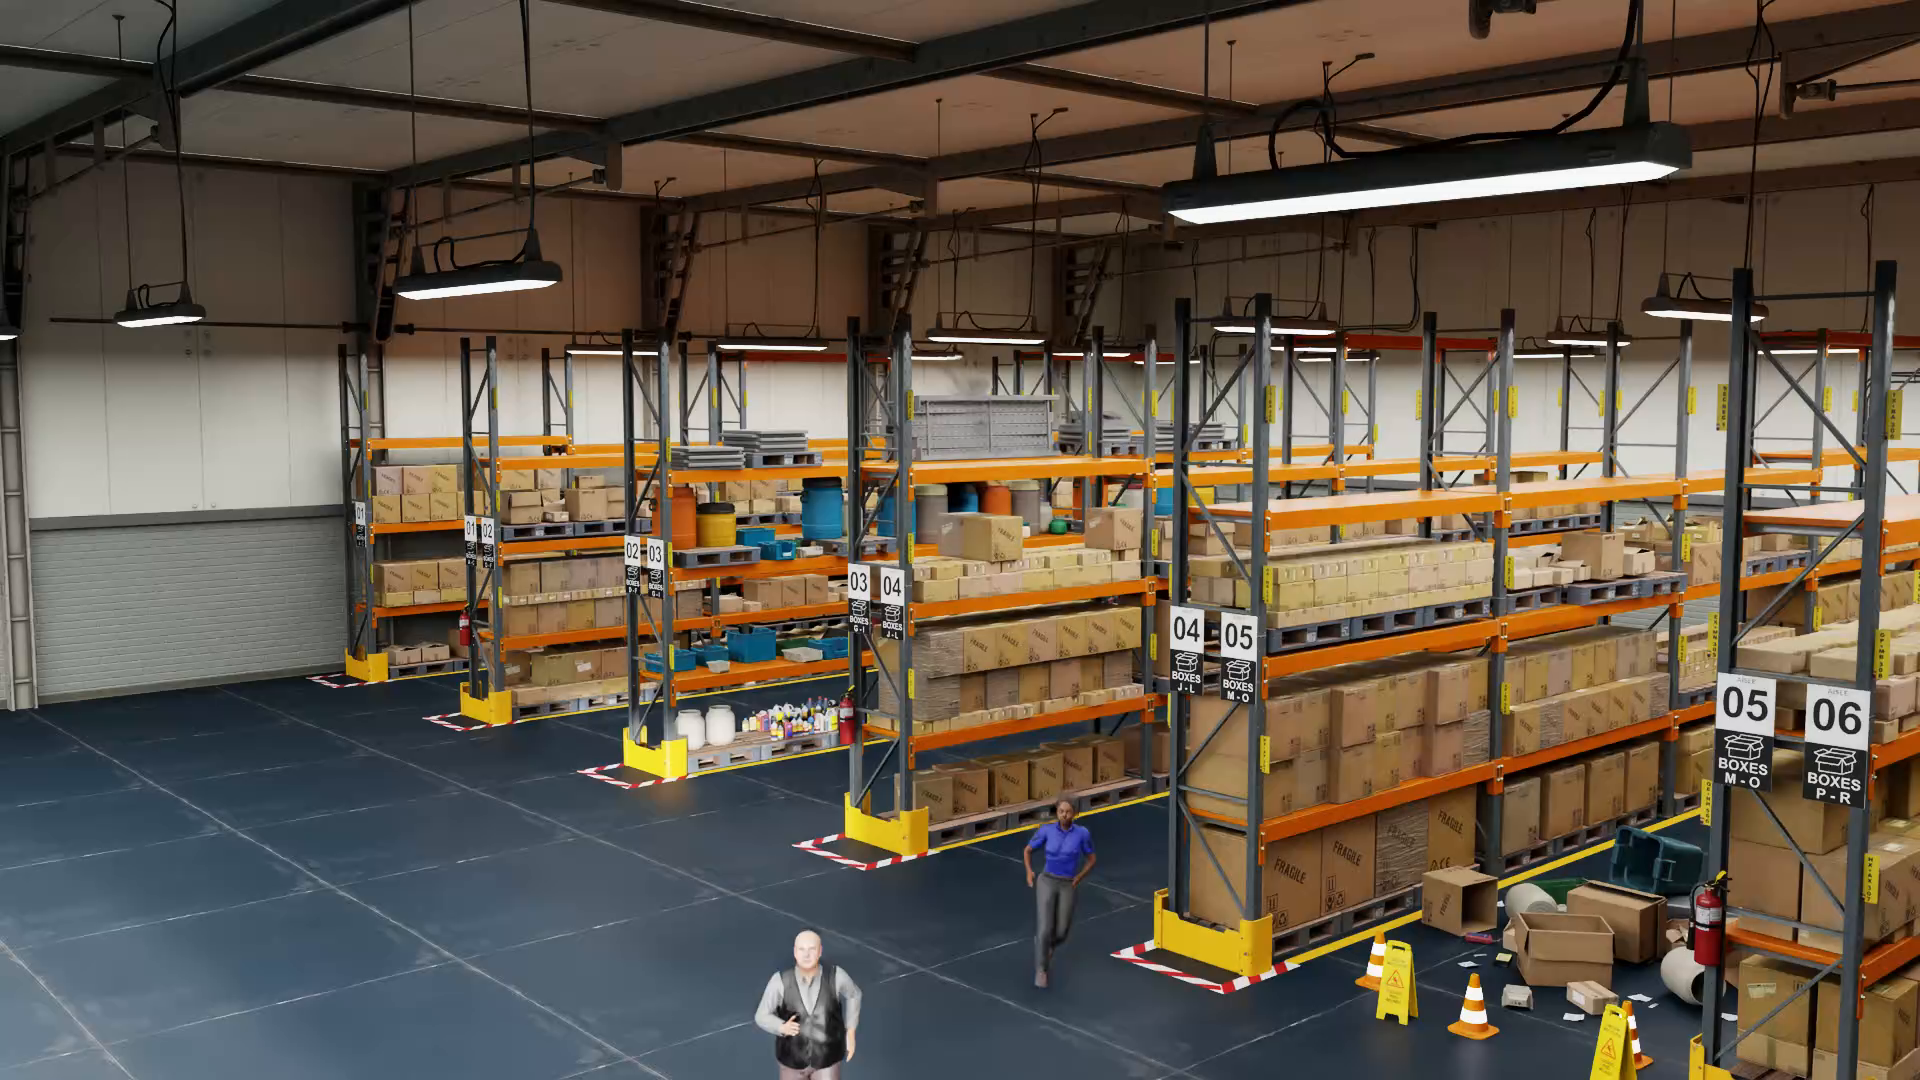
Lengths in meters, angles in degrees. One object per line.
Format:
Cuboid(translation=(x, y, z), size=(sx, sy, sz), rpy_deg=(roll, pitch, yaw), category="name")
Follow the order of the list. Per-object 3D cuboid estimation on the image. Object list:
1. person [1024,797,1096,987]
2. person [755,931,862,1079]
Cuboid(translation=(0.879, 3.115, 14.661), size=(0.640, 1.544, 0.594), rpy_deg=(0, 5, 0), category="person")
Cuboid(translation=(-0.967, 3.334, 10.638), size=(0.676, 1.712, 0.931), rpy_deg=(0, 5, -2), category="person")
